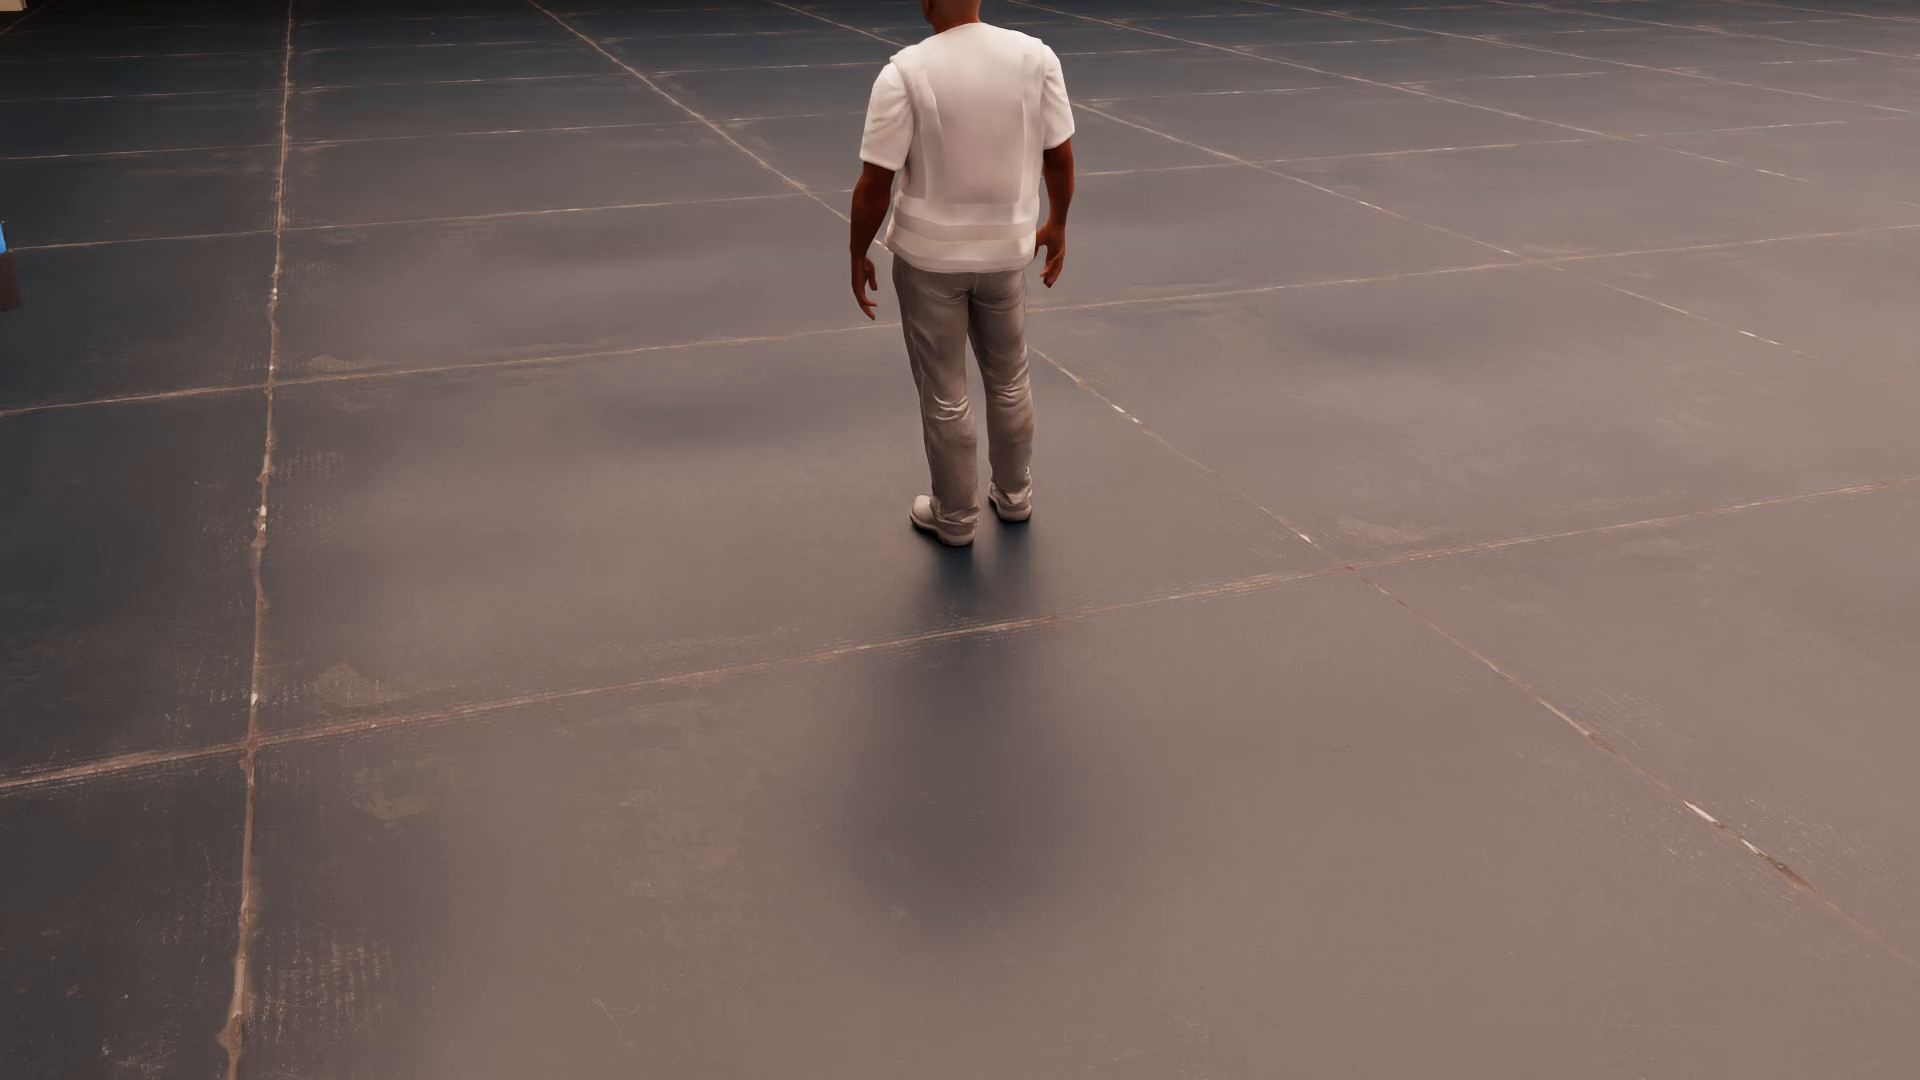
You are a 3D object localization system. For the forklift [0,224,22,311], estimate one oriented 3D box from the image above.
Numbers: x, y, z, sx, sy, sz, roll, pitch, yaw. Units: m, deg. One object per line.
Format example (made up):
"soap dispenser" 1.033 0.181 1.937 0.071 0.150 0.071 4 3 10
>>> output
"forklift" -5.721 -2.400 7.006 3.031 2.935 1.130 10 25 23

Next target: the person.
"person" -0.019 -0.847 4.797 0.665 1.768 0.575 -8 24 -18
